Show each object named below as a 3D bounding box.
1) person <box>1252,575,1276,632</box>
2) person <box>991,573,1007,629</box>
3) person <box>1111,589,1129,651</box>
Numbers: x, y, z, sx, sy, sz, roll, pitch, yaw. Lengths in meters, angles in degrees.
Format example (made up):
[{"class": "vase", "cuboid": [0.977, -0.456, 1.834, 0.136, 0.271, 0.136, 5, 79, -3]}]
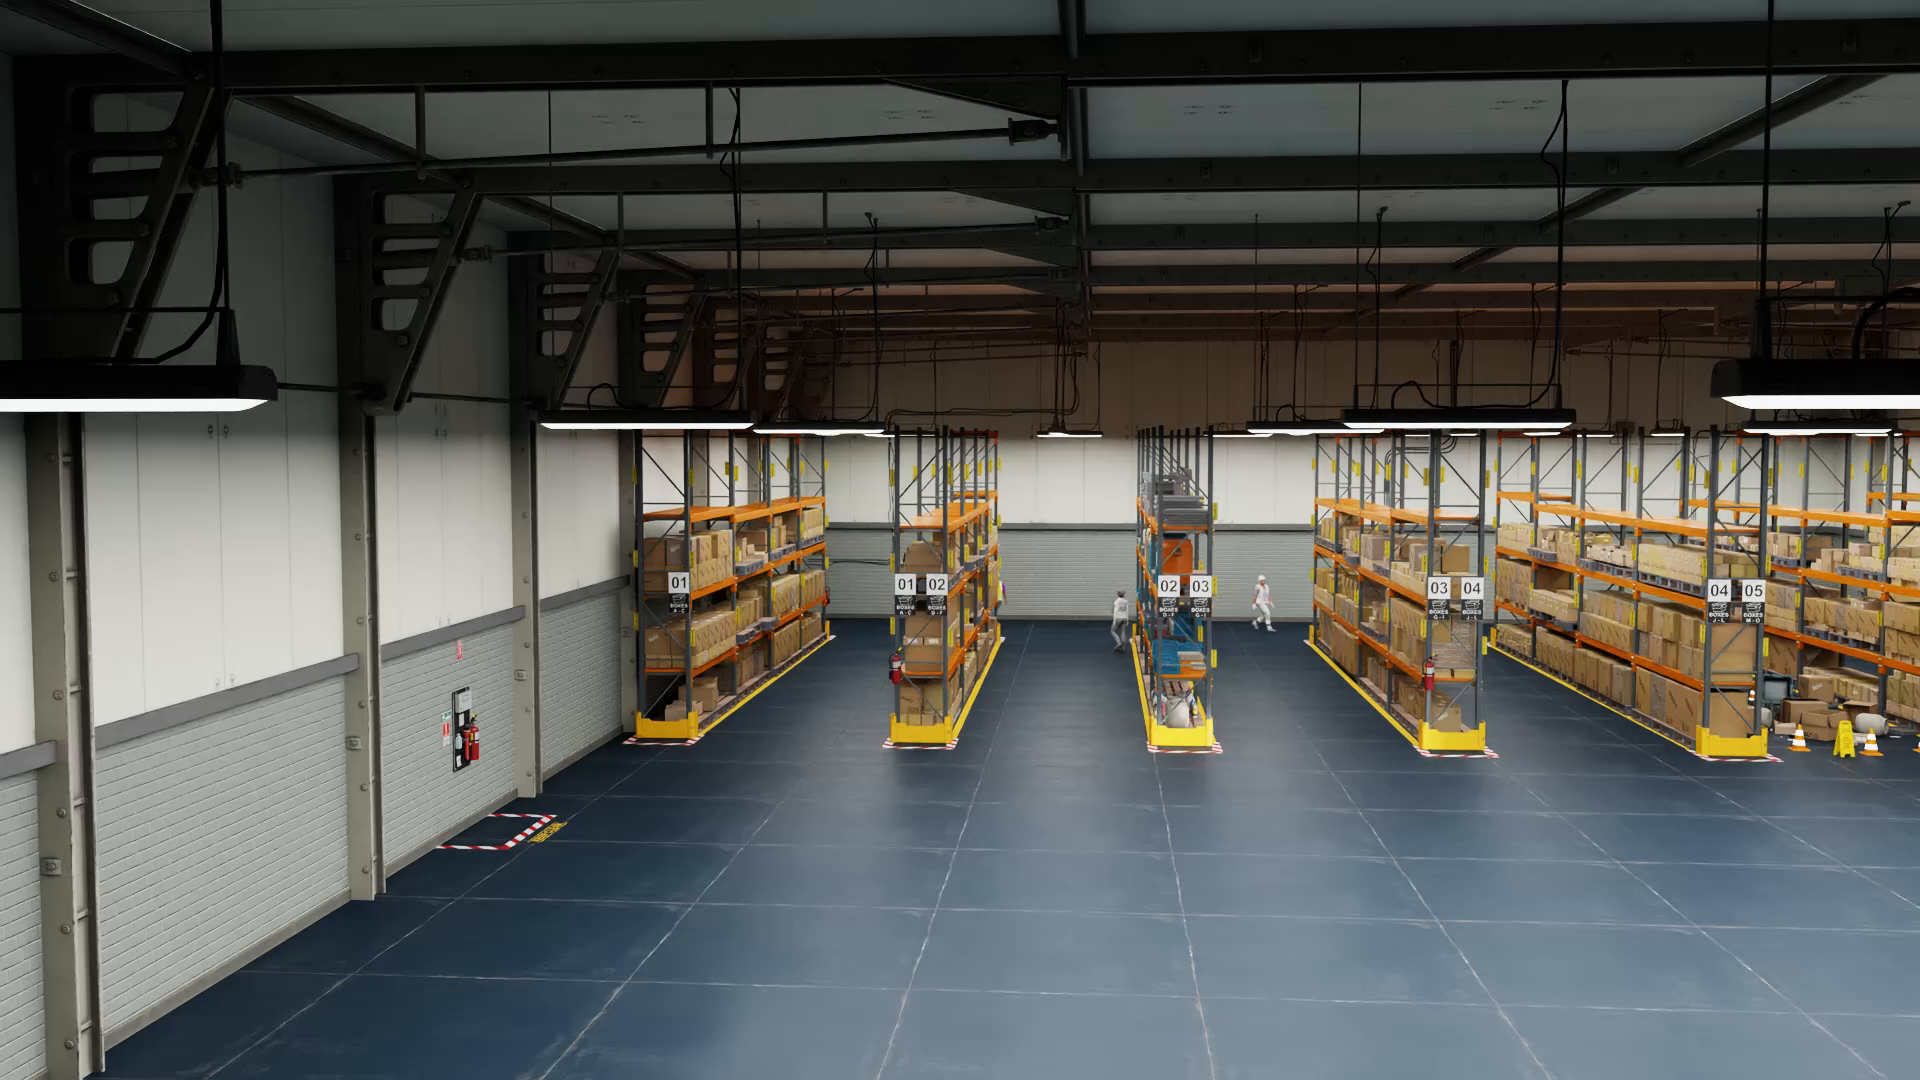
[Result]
[{"class": "person", "cuboid": [9.076, 1.892, 49.778, 0.543, 1.672, 1.037, -2, 4, -35]}, {"class": "person", "cuboid": [1.108, 1.821, 50.328, 0.583, 1.698, 1.109, -2, 4, -24]}, {"class": "person", "cuboid": [4.376, 2.173, 45.116, 0.526, 1.681, 0.433, -2, 4, -33]}]
